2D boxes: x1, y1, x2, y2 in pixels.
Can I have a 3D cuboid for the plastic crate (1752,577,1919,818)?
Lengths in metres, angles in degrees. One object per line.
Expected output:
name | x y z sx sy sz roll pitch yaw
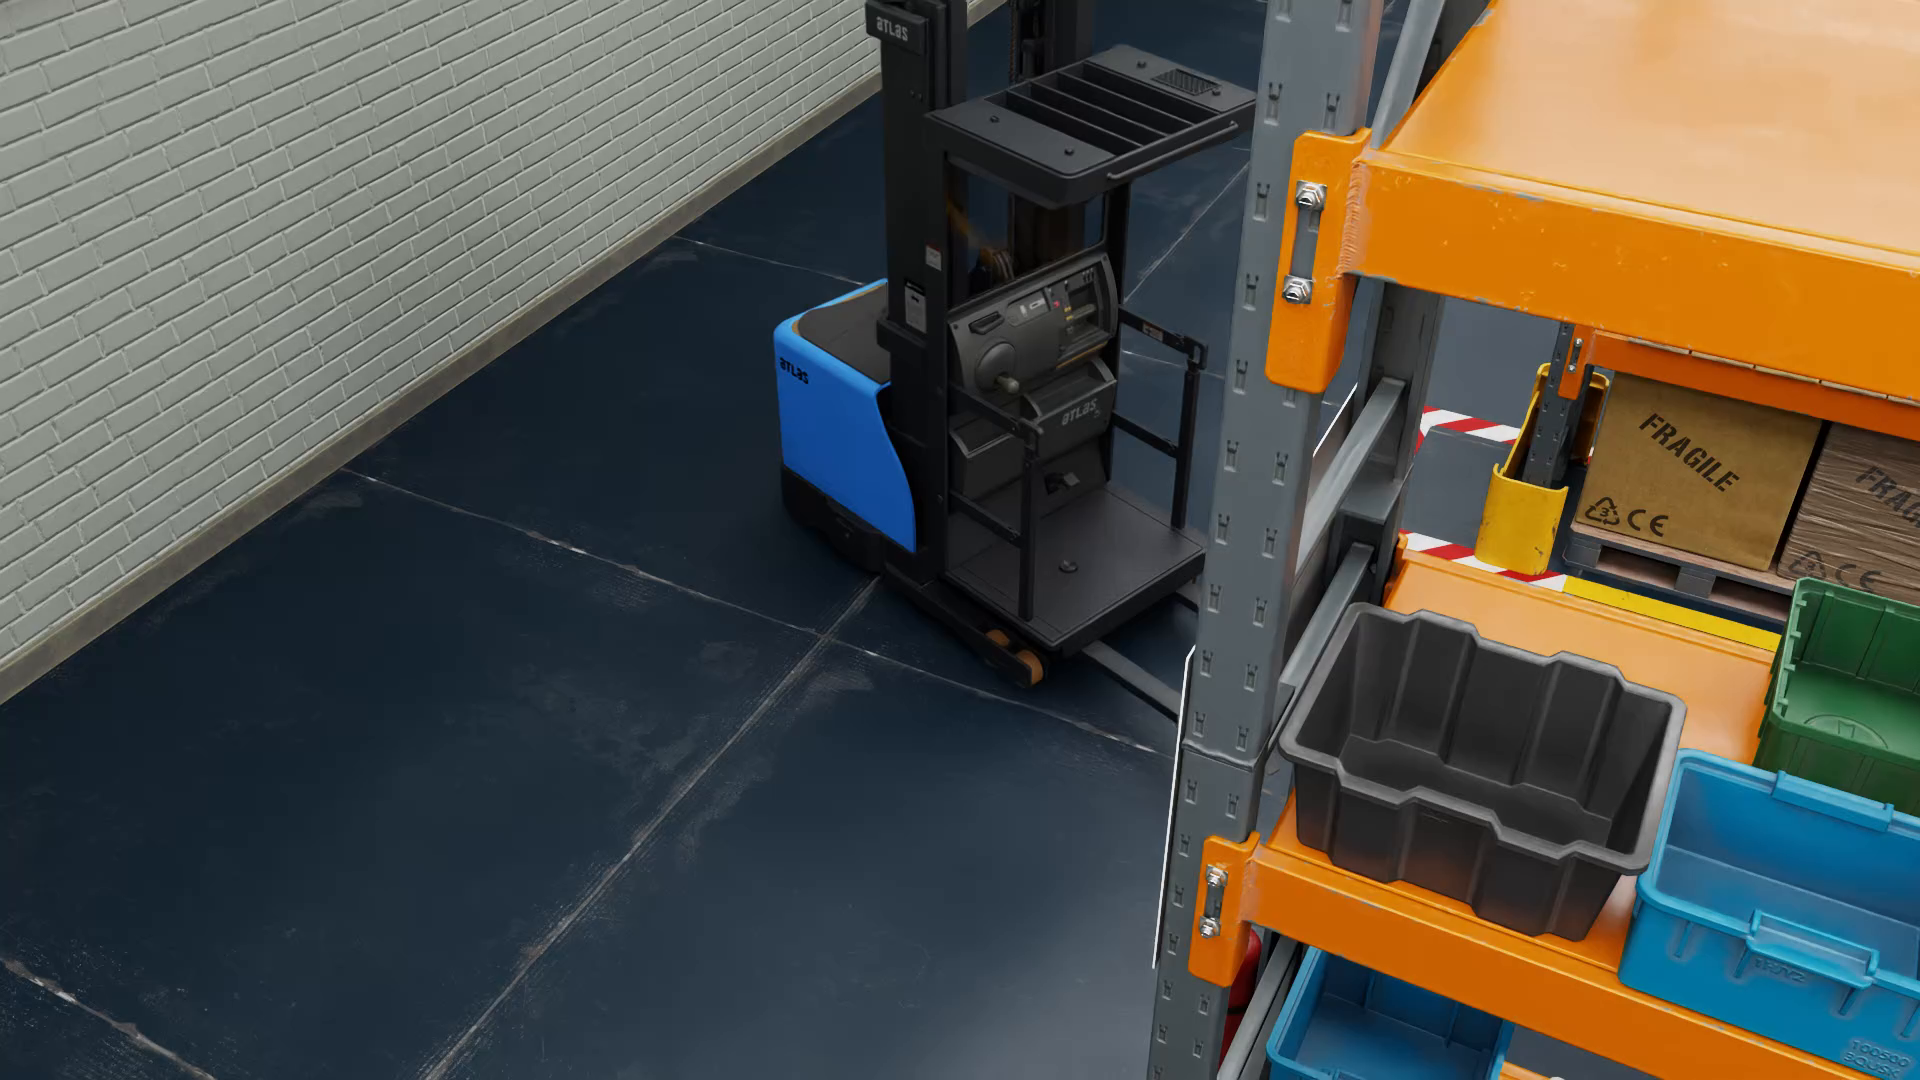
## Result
plastic crate | 1.669 0.309 3.057 0.336 0.188 0.450 17 41 21

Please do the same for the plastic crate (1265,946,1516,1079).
plastic crate | 1.045 1.253 4.040 0.499 0.435 0.616 17 41 21

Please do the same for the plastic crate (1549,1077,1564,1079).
plastic crate | 1.469 1.509 3.950 0.243 0.136 0.396 17 41 21

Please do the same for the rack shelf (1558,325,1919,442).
rack shelf | 4.715 -0.519 7.047 4.000 0.370 1.077 17 41 21

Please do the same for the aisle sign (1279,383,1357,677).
aisle sign | 0.733 0.085 3.507 0.004 0.787 0.394 17 41 21

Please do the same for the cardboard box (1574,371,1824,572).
cardboard box | 3.545 -0.547 7.900 0.875 0.875 0.875 17 41 21

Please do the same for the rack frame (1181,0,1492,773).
rack frame | 0.662 -1.092 2.245 0.127 3.000 1.000 17 41 21

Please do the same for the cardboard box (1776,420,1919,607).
cardboard box | 4.353 -0.294 7.567 0.875 0.875 0.875 17 41 21

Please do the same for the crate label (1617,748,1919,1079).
crate label | 1.332 0.592 2.631 0.502 0.251 0.408 17 41 21

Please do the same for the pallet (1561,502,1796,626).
pallet | 3.685 -0.070 8.168 1.213 0.211 1.003 17 41 21

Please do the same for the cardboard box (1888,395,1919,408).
cardboard box | 4.016 -0.701 6.900 0.250 0.149 0.380 17 40 21

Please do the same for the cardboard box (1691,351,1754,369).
cardboard box | 3.331 -0.915 7.182 0.250 0.149 0.380 17 40 21

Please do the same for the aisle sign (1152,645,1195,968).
aisle sign | 0.461 0.402 3.089 0.004 0.787 0.394 17 41 21

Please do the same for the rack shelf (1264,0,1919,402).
rack shelf | 2.438 -0.090 1.851 4.000 0.370 1.077 17 41 21

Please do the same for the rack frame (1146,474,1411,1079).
rack frame | 0.662 1.298 4.059 0.127 3.000 1.000 17 41 21

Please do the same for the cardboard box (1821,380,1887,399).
cardboard box | 3.791 -0.772 6.994 0.250 0.149 0.380 17 40 21

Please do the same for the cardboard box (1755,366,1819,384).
cardboard box | 3.559 -0.844 7.088 0.250 0.149 0.380 16 40 20

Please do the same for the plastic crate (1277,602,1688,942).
plastic crate | 0.875 0.412 2.854 0.590 0.269 0.497 17 41 21

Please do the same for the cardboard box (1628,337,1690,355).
cardboard box | 3.103 -0.985 7.275 0.250 0.149 0.380 18 41 22

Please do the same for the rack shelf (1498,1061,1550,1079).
rack shelf | 2.438 2.141 3.544 4.000 0.370 1.077 17 41 21

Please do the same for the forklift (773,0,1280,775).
forklift | 0.469 -0.863 6.962 1.130 2.935 3.031 -29 46 -33

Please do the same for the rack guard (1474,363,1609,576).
rack guard | 2.918 -0.372 8.327 0.348 0.500 1.175 17 41 21

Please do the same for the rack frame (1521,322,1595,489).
rack frame | 2.939 -1.361 7.562 0.127 3.000 1.000 17 41 21

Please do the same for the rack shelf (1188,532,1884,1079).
rack shelf | 2.438 0.946 2.637 4.000 0.370 1.077 17 41 21

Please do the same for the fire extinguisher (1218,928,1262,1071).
fire extinguisher | 0.737 1.191 4.572 0.183 0.674 0.296 17 41 21
